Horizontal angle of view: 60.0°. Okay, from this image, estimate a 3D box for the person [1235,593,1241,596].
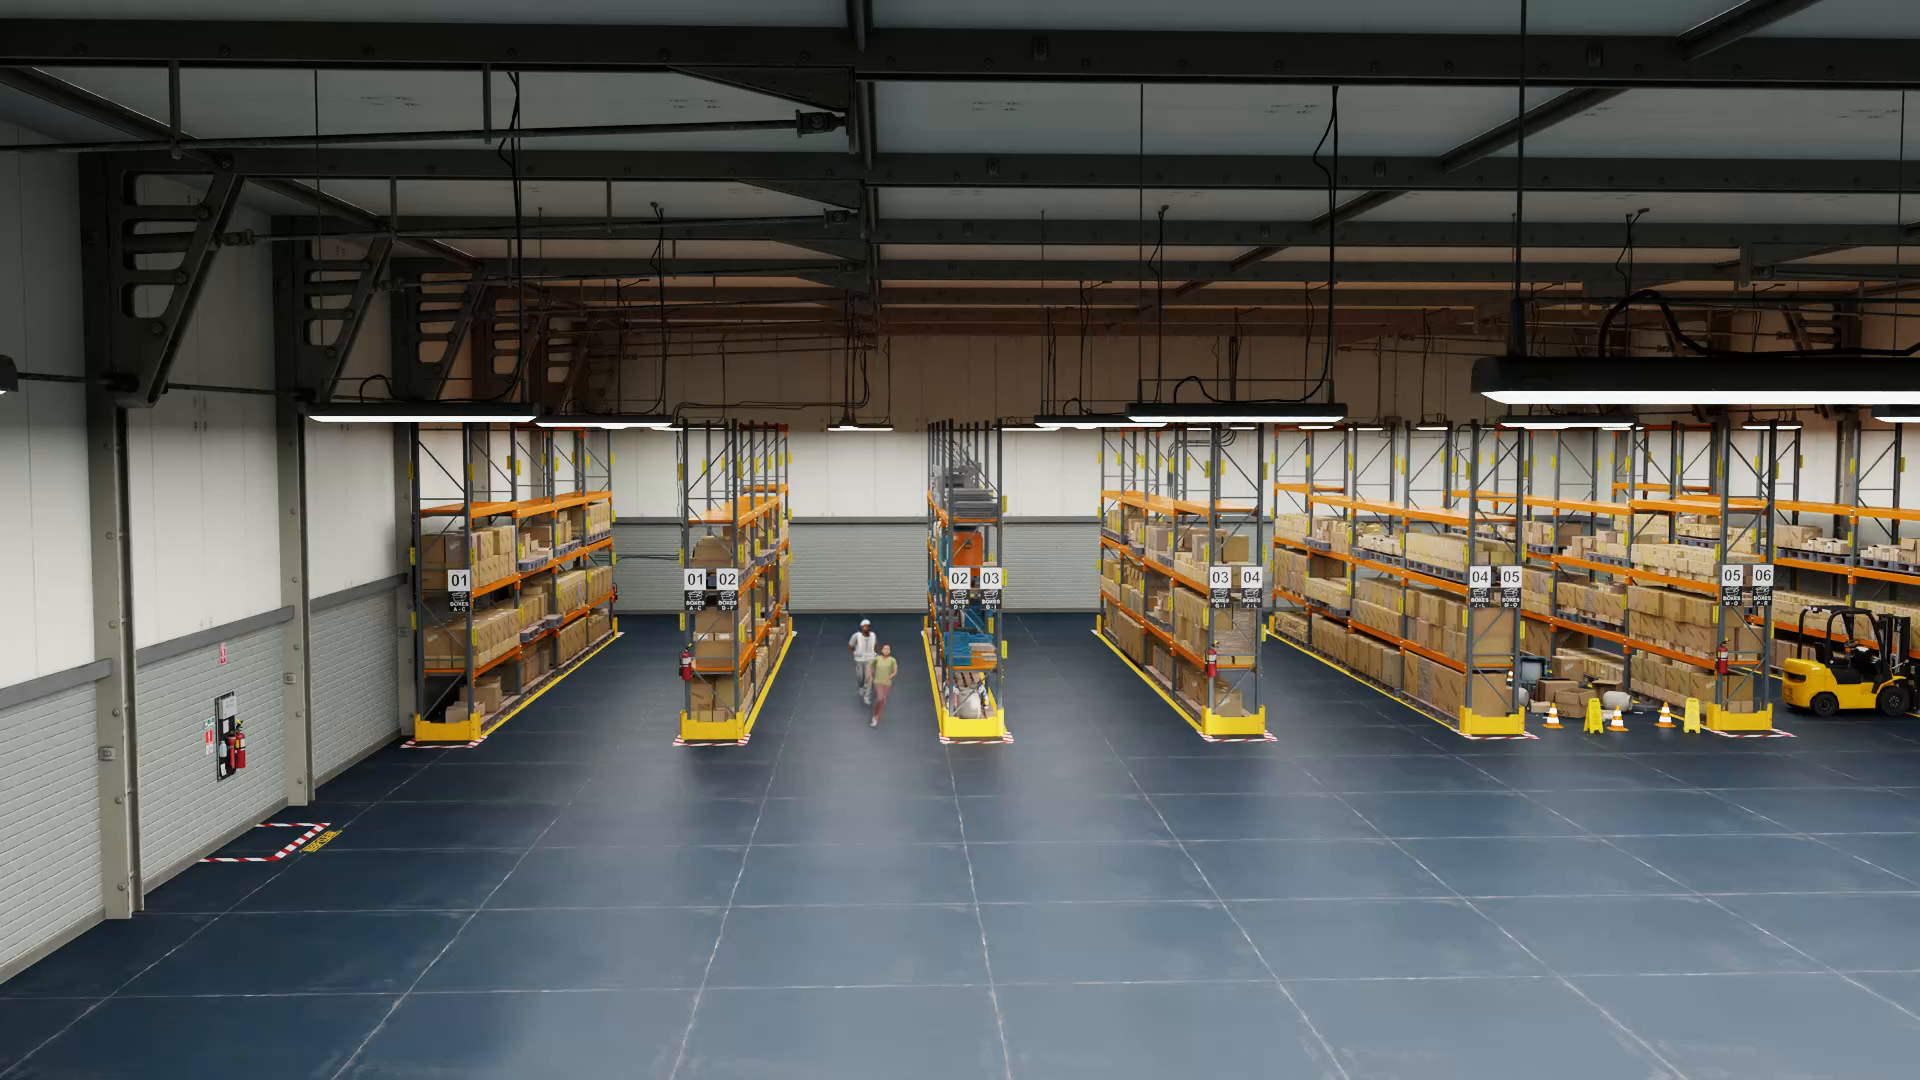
[{"bbox_3d":[8.046,1.783,48.372,0.671,1.782,0.761,-3,5,-40],"label":"person"}]

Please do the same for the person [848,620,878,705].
[{"bbox_3d":[-2.044,2.582,35.416,0.673,1.774,0.795,-1,4,-14],"label":"person"}]

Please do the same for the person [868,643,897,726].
[{"bbox_3d":[-1.484,2.827,32.426,0.548,1.617,0.586,-1,4,-11],"label":"person"}]
